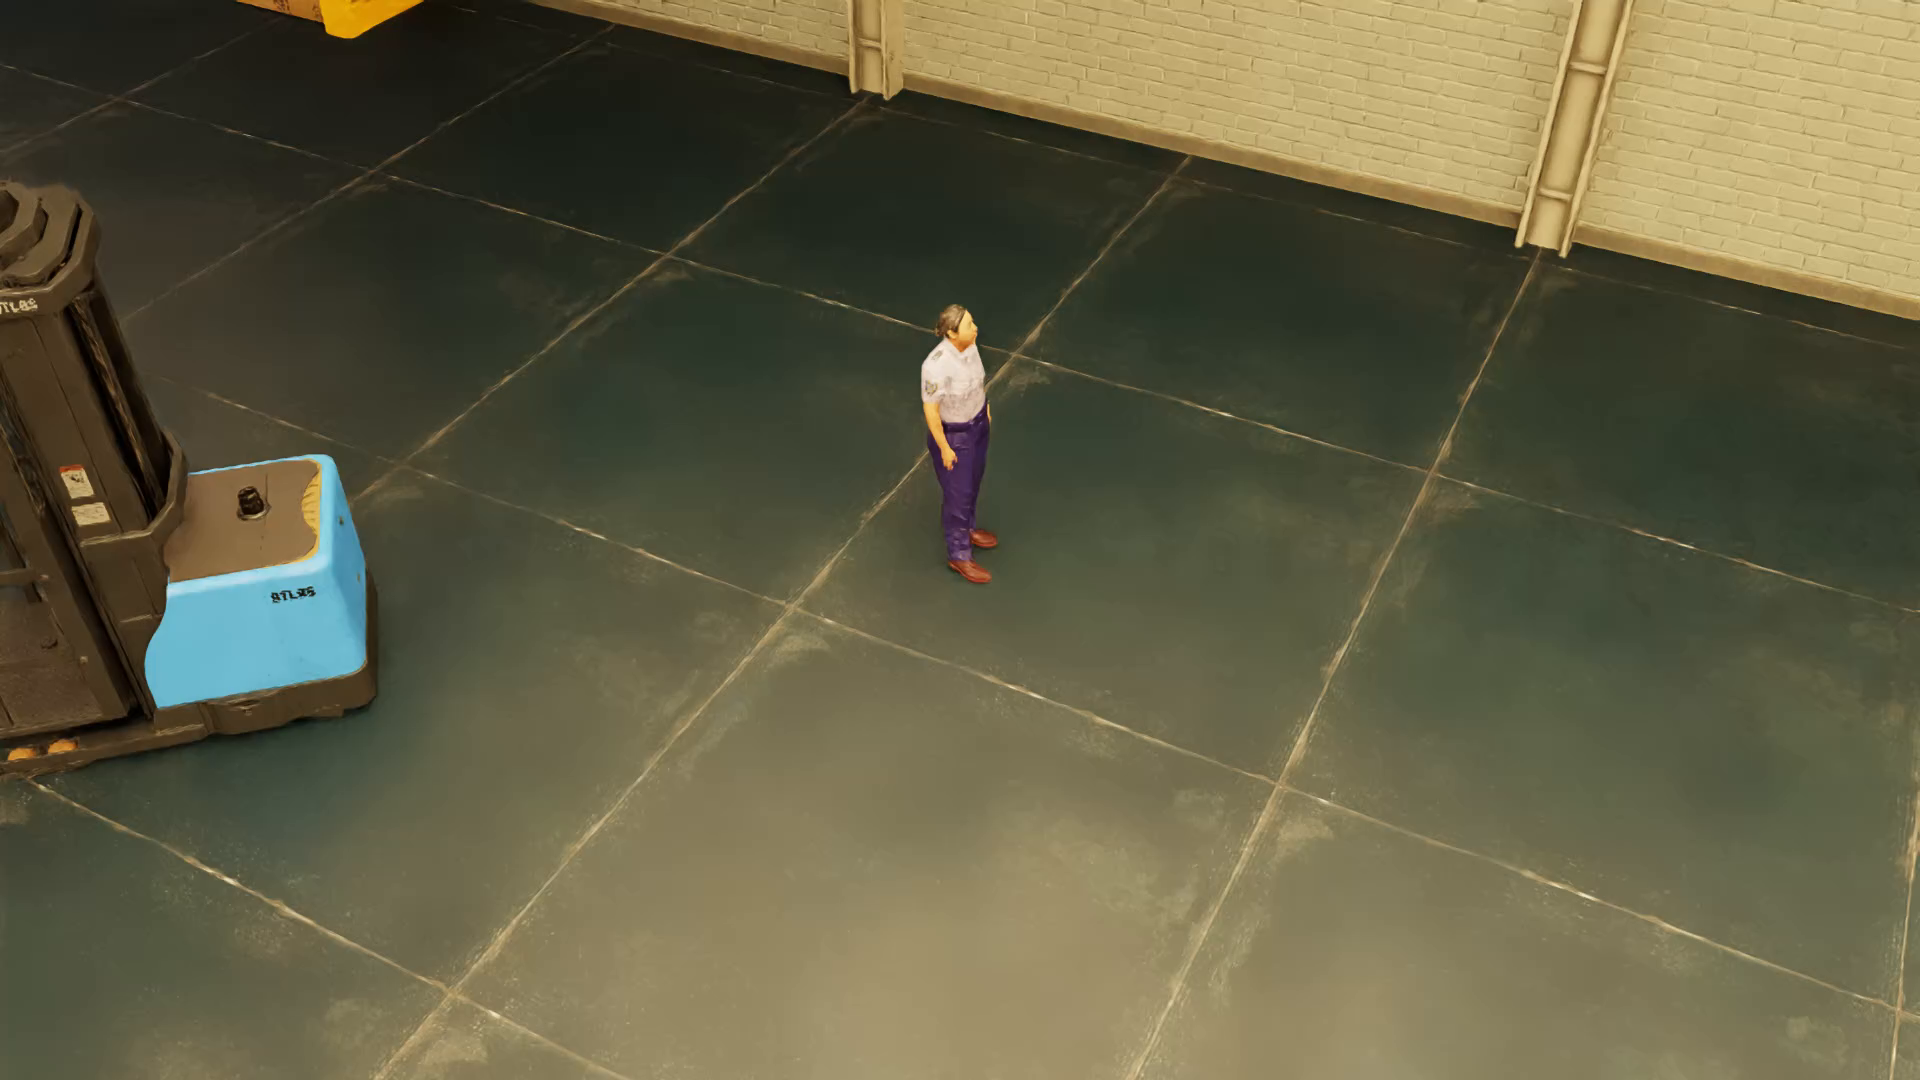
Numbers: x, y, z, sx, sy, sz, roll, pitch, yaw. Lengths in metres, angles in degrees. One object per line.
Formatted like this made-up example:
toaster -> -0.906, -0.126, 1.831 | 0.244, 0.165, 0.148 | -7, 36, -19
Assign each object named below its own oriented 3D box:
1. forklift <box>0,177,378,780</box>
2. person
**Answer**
forklift -> -4.784, -0.242, 8.274 | 3.031, 2.935, 1.130 | -10, 41, -12
person -> 0.069, -0.592, 9.683 | 0.502, 1.640, 0.599 | 18, 43, 21
